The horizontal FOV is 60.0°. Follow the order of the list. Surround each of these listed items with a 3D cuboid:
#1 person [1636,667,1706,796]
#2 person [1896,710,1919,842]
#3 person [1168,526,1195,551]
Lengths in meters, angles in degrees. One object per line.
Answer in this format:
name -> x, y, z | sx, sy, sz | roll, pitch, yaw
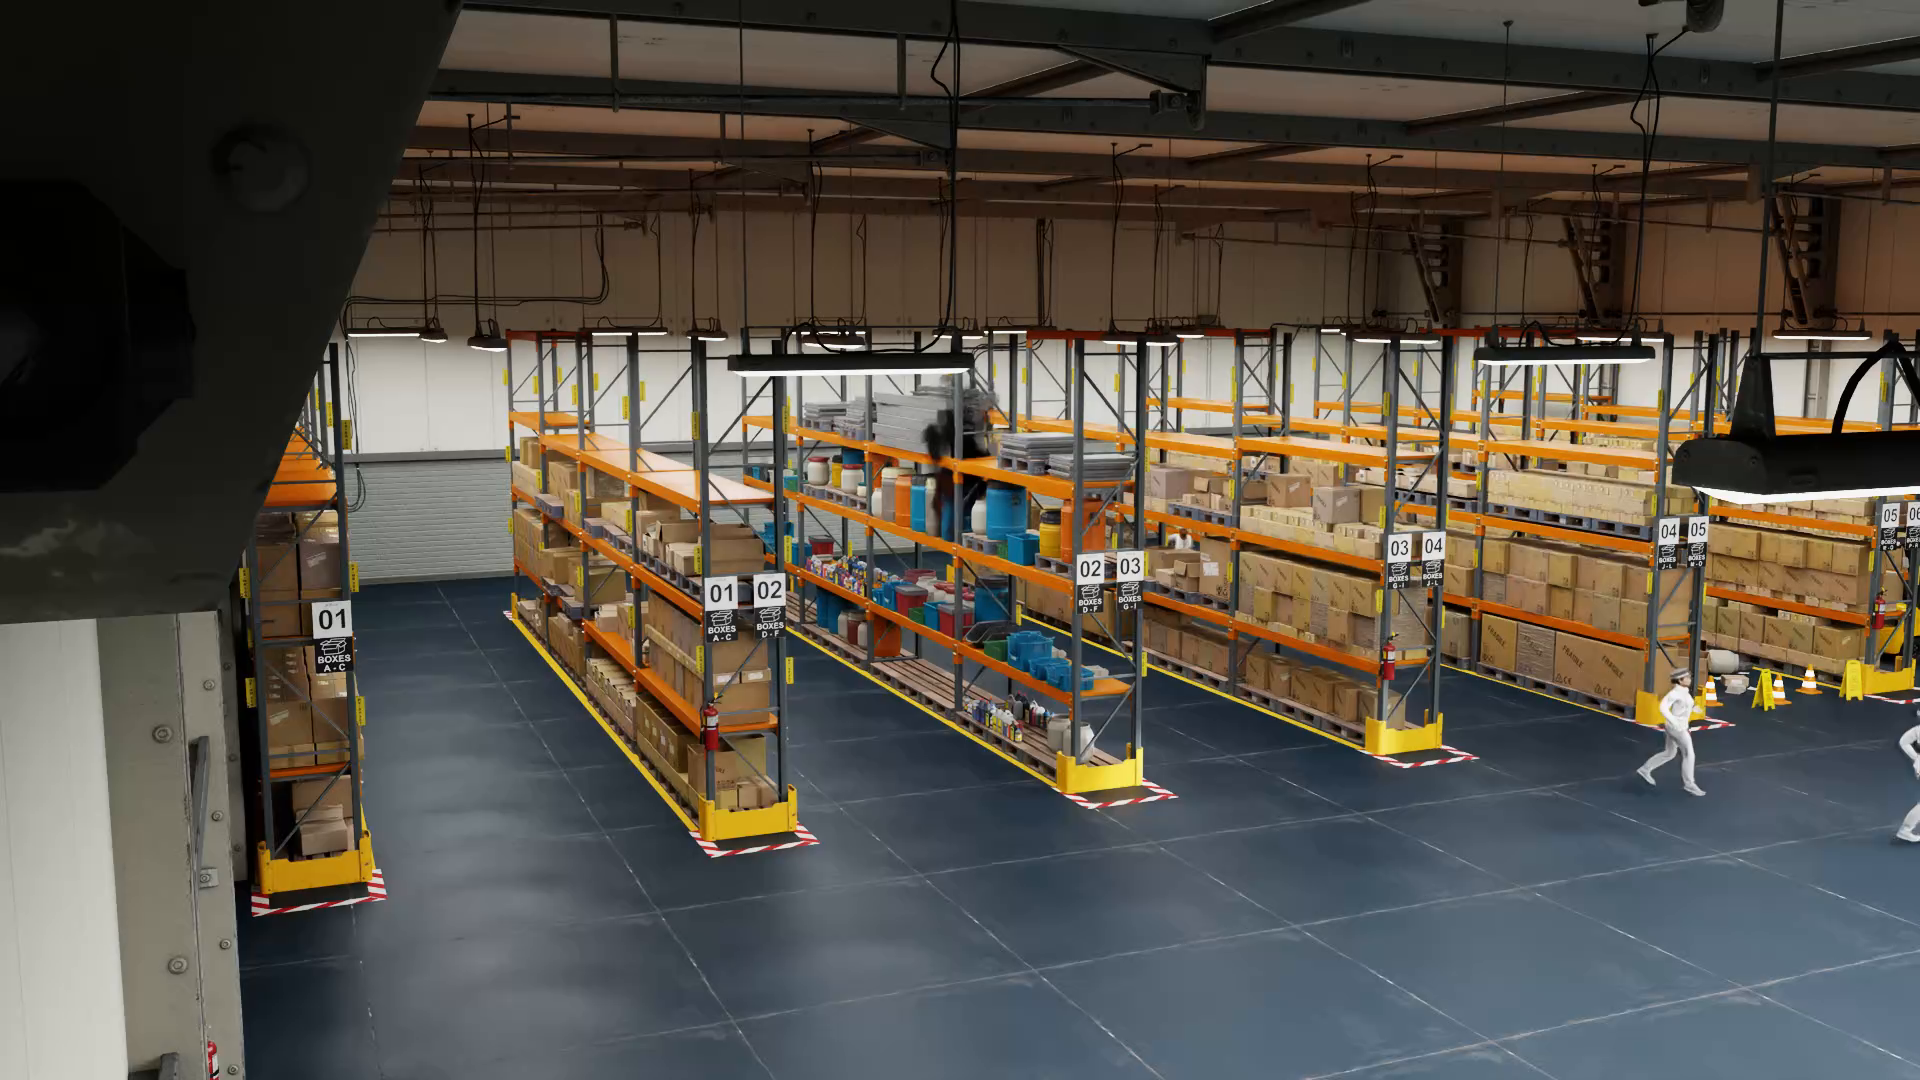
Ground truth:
person -> 9.471, 2.505, 22.052 | 0.869, 1.718, 0.598 | 3, 8, 21
person -> 11.567, 2.812, 19.832 | 0.683, 1.736, 0.592 | 1, 8, 7
person -> 4.870, 0.486, 36.704 | 0.732, 1.724, 0.659 | -3, 8, -23
